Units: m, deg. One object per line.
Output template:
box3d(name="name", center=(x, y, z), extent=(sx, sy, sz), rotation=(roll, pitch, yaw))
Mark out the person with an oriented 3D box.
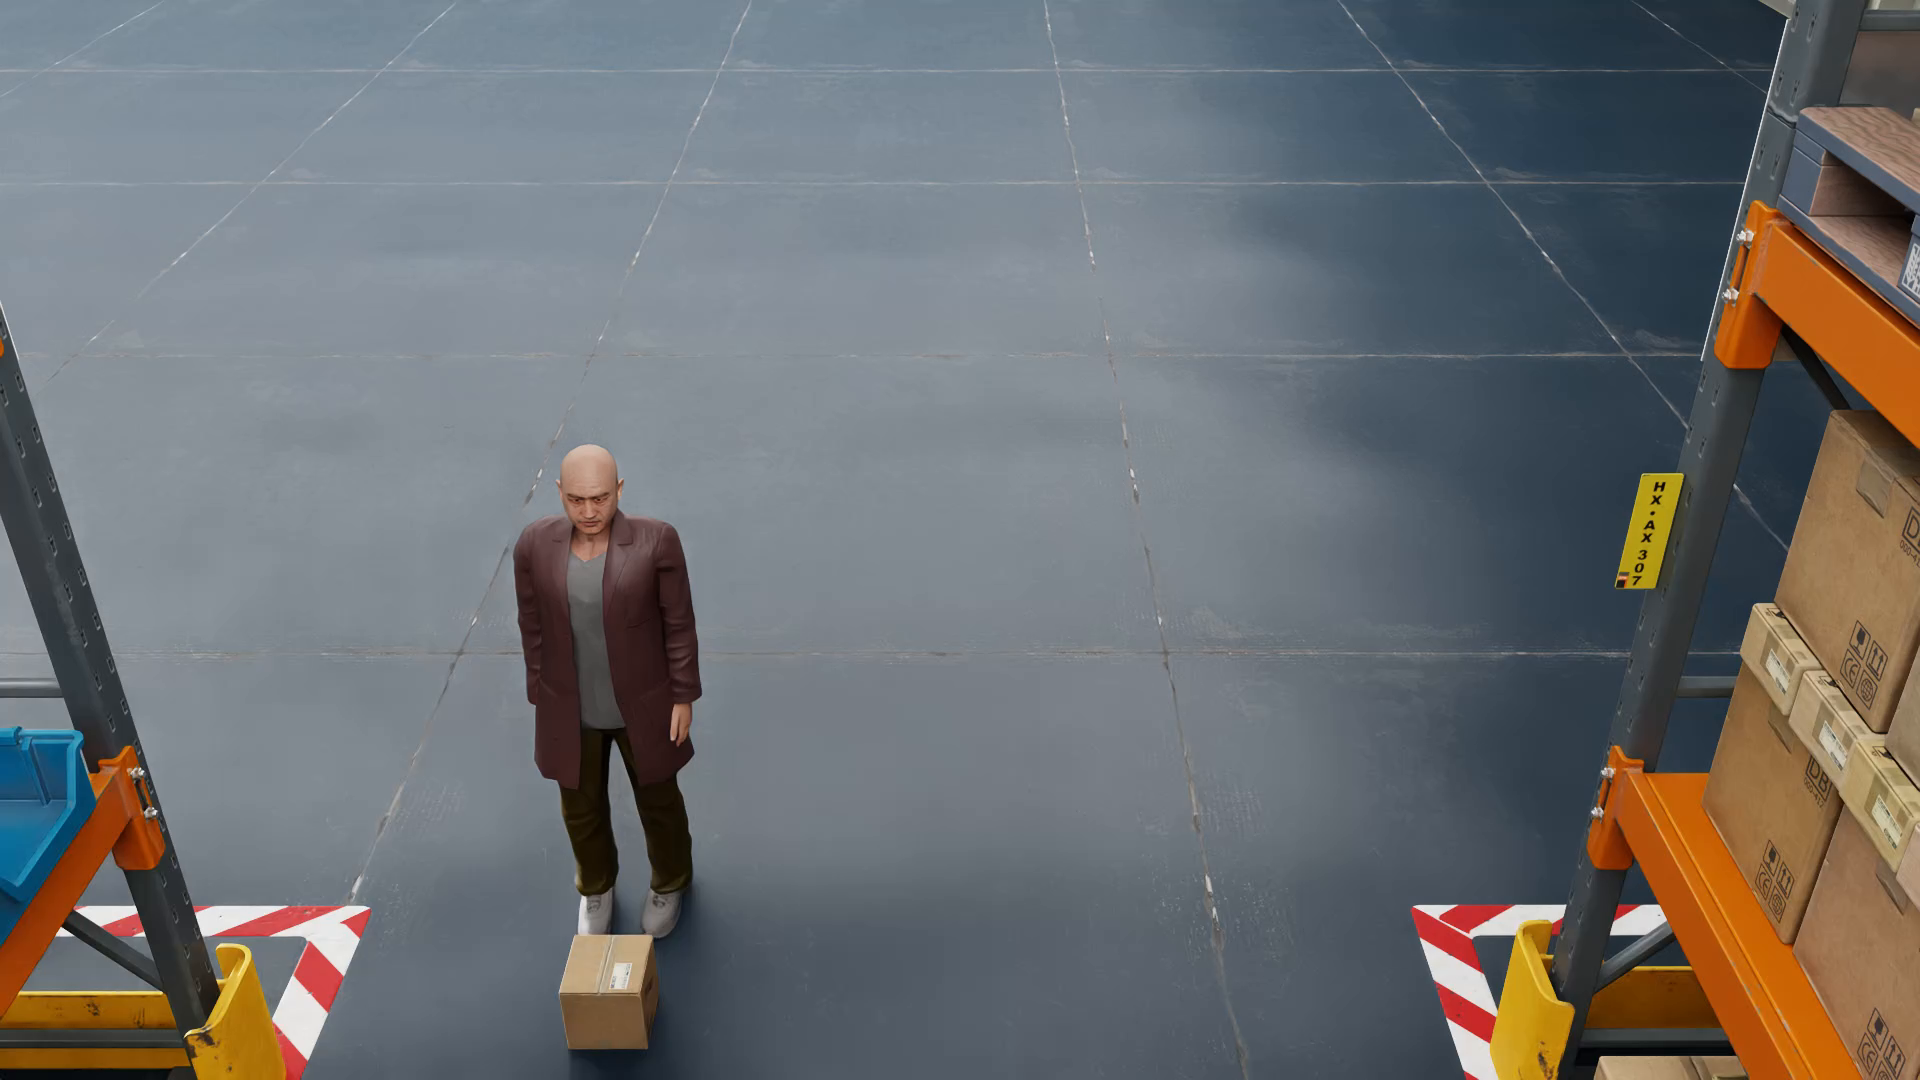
box3d(name="person", center=(-1.101, 0.520, 5.297), extent=(0.561, 1.783, 0.418), rotation=(0, 31, 1))
